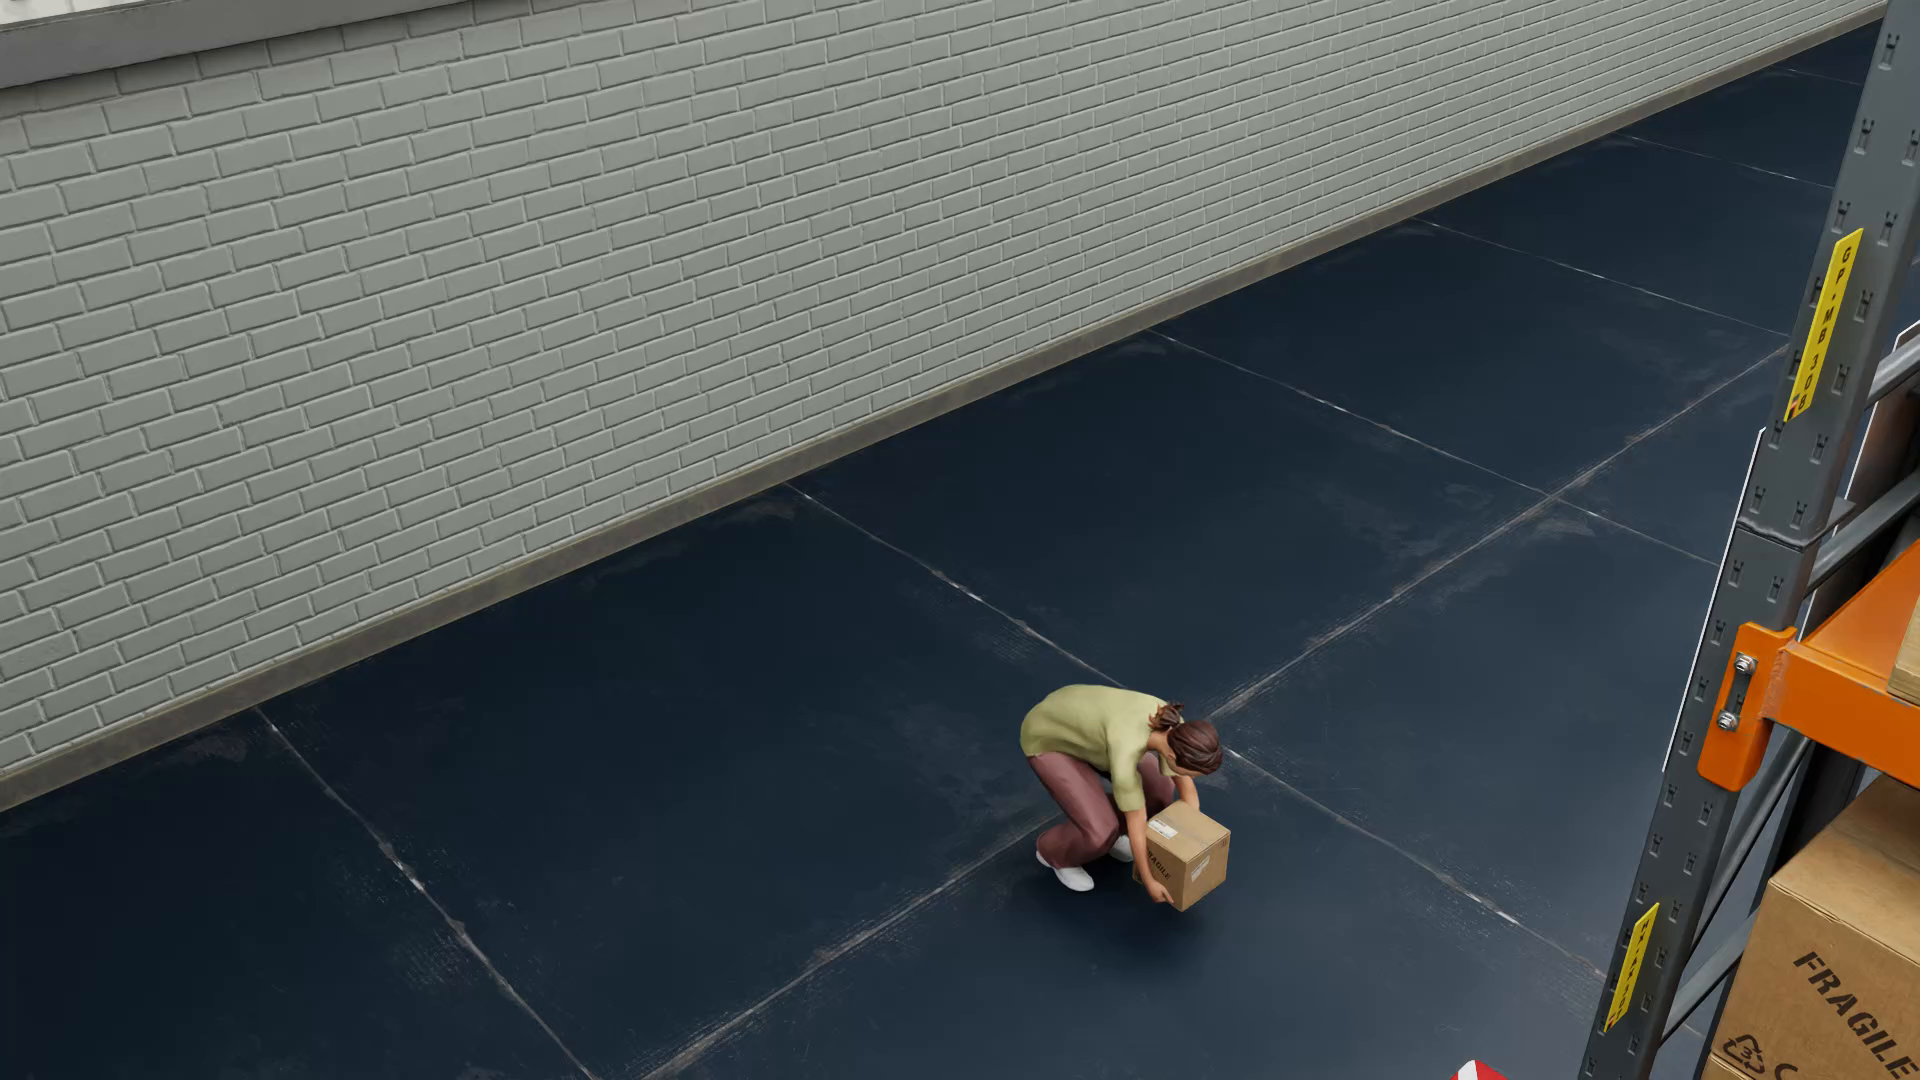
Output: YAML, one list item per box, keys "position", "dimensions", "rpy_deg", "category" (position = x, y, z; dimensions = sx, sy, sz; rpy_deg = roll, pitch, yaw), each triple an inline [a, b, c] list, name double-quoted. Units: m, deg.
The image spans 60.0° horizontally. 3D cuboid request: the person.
- position: [0.604, 0.936, 6.336]
  dimensions: [0.469, 0.934, 0.839]
  rpy_deg: [-28, 41, -37]
  category: "person"
